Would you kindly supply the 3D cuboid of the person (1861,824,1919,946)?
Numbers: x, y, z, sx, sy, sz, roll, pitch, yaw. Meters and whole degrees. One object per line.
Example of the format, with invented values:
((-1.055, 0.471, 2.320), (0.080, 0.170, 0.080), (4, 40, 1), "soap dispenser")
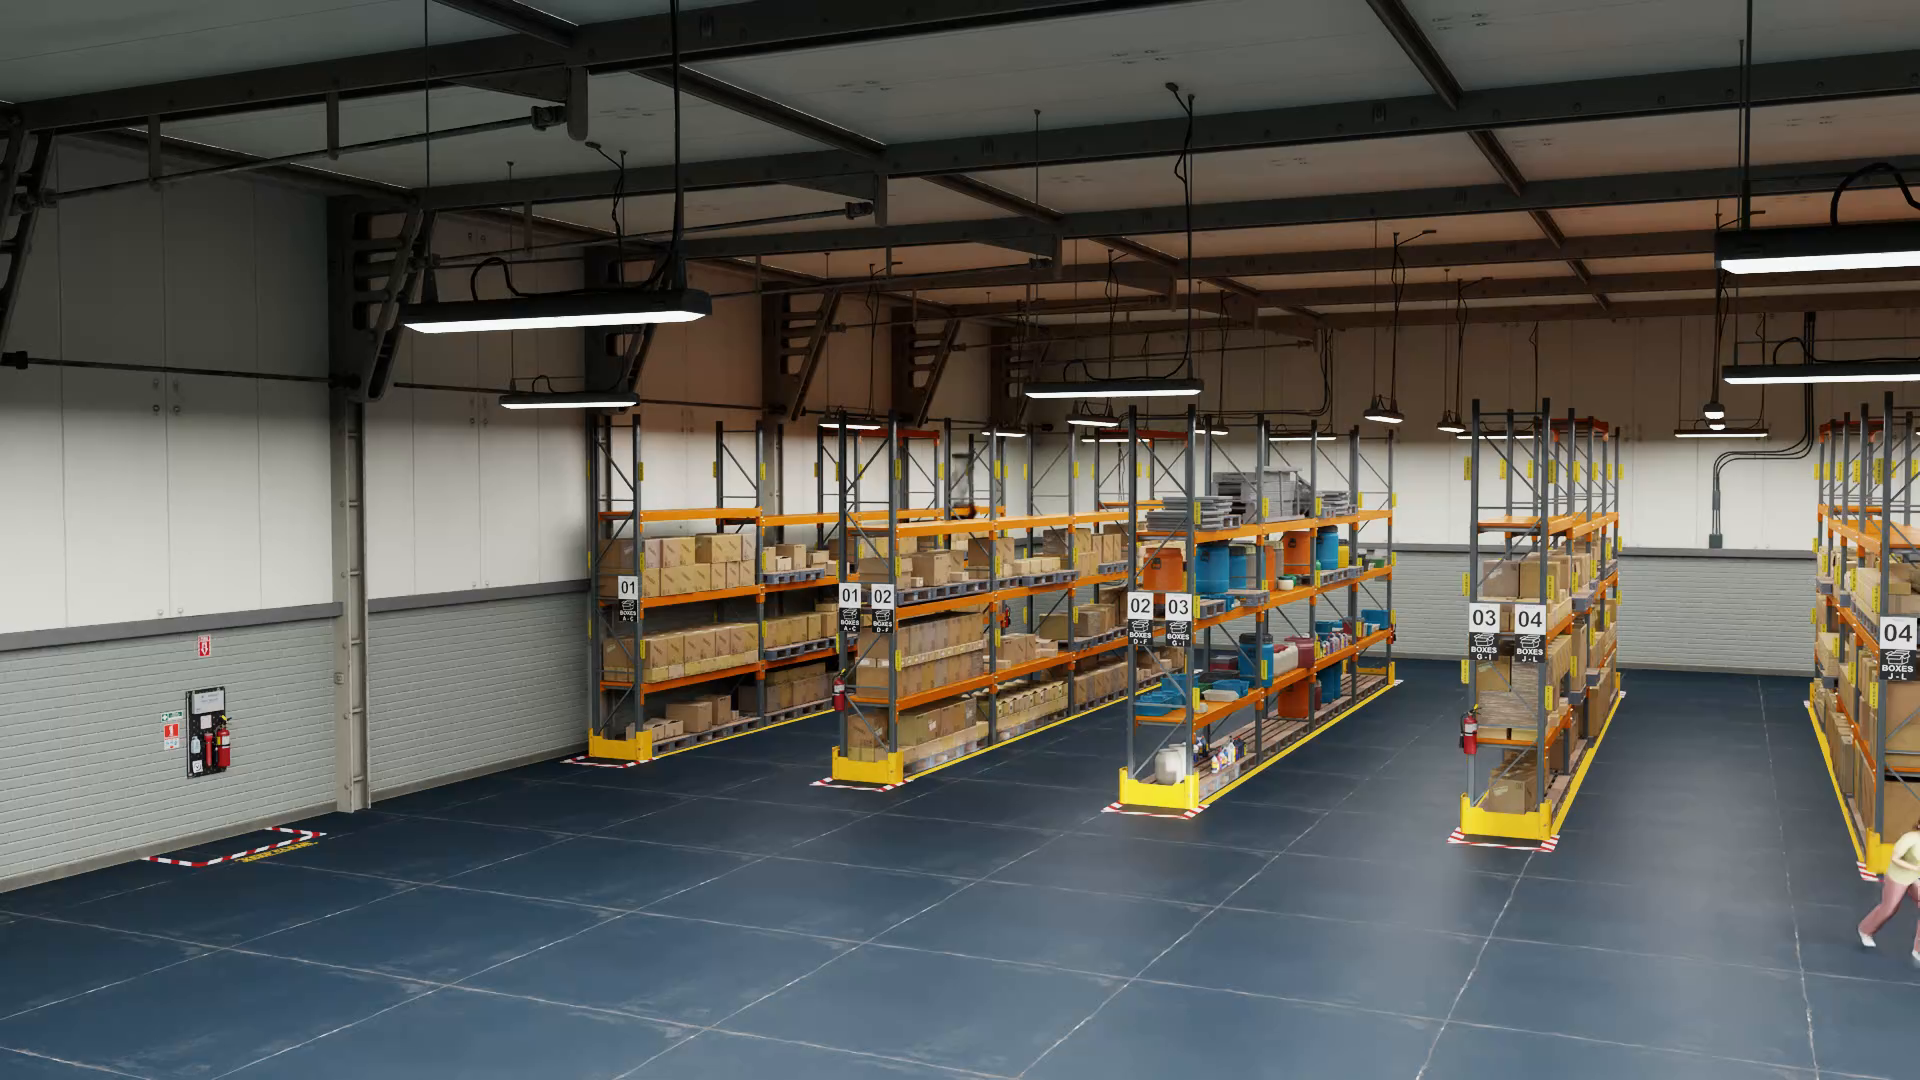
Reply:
((9.650, 3.525, 16.987), (0.617, 1.626, 0.989), (-1, 3, -22), "person")
